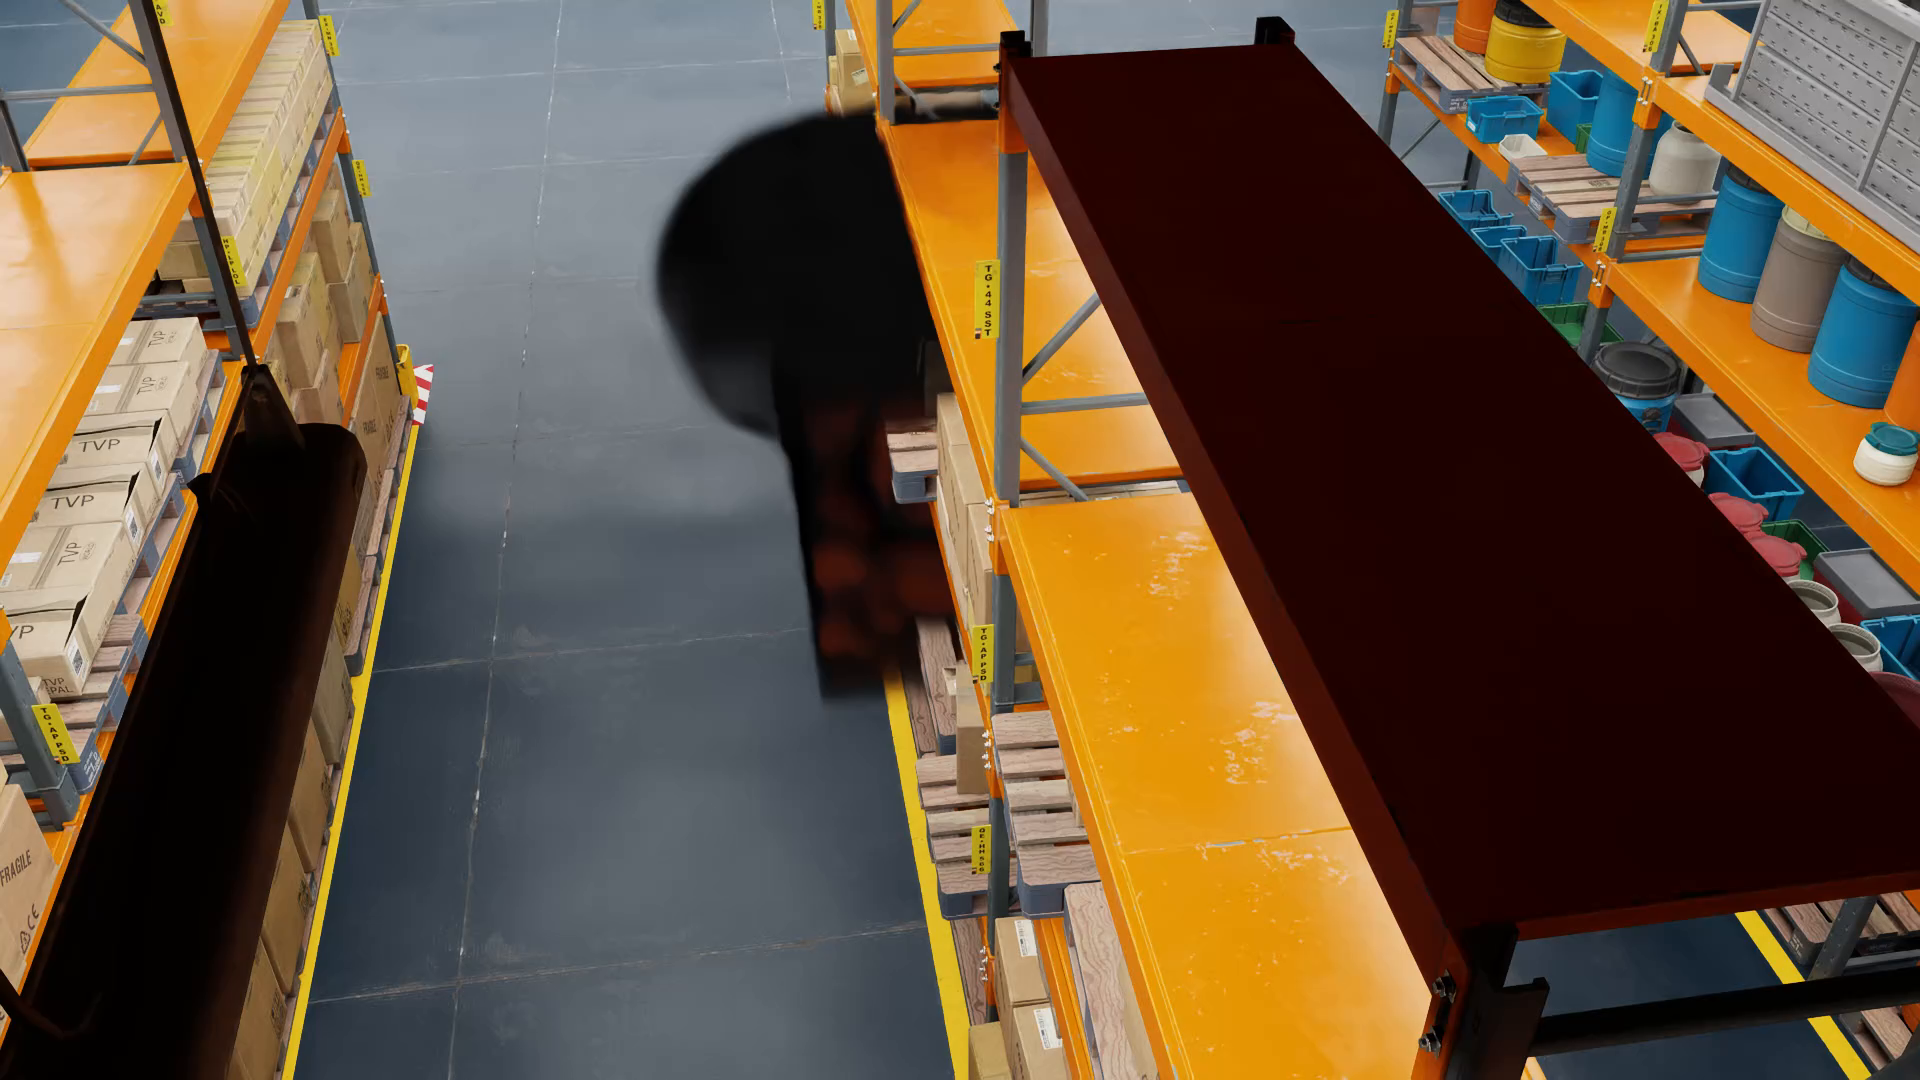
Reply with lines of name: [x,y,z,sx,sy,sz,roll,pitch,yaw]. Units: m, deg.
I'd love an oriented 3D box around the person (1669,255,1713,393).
person: [6.343,-1.908,14.333,0.803,1.628,0.632,23,42,28]
